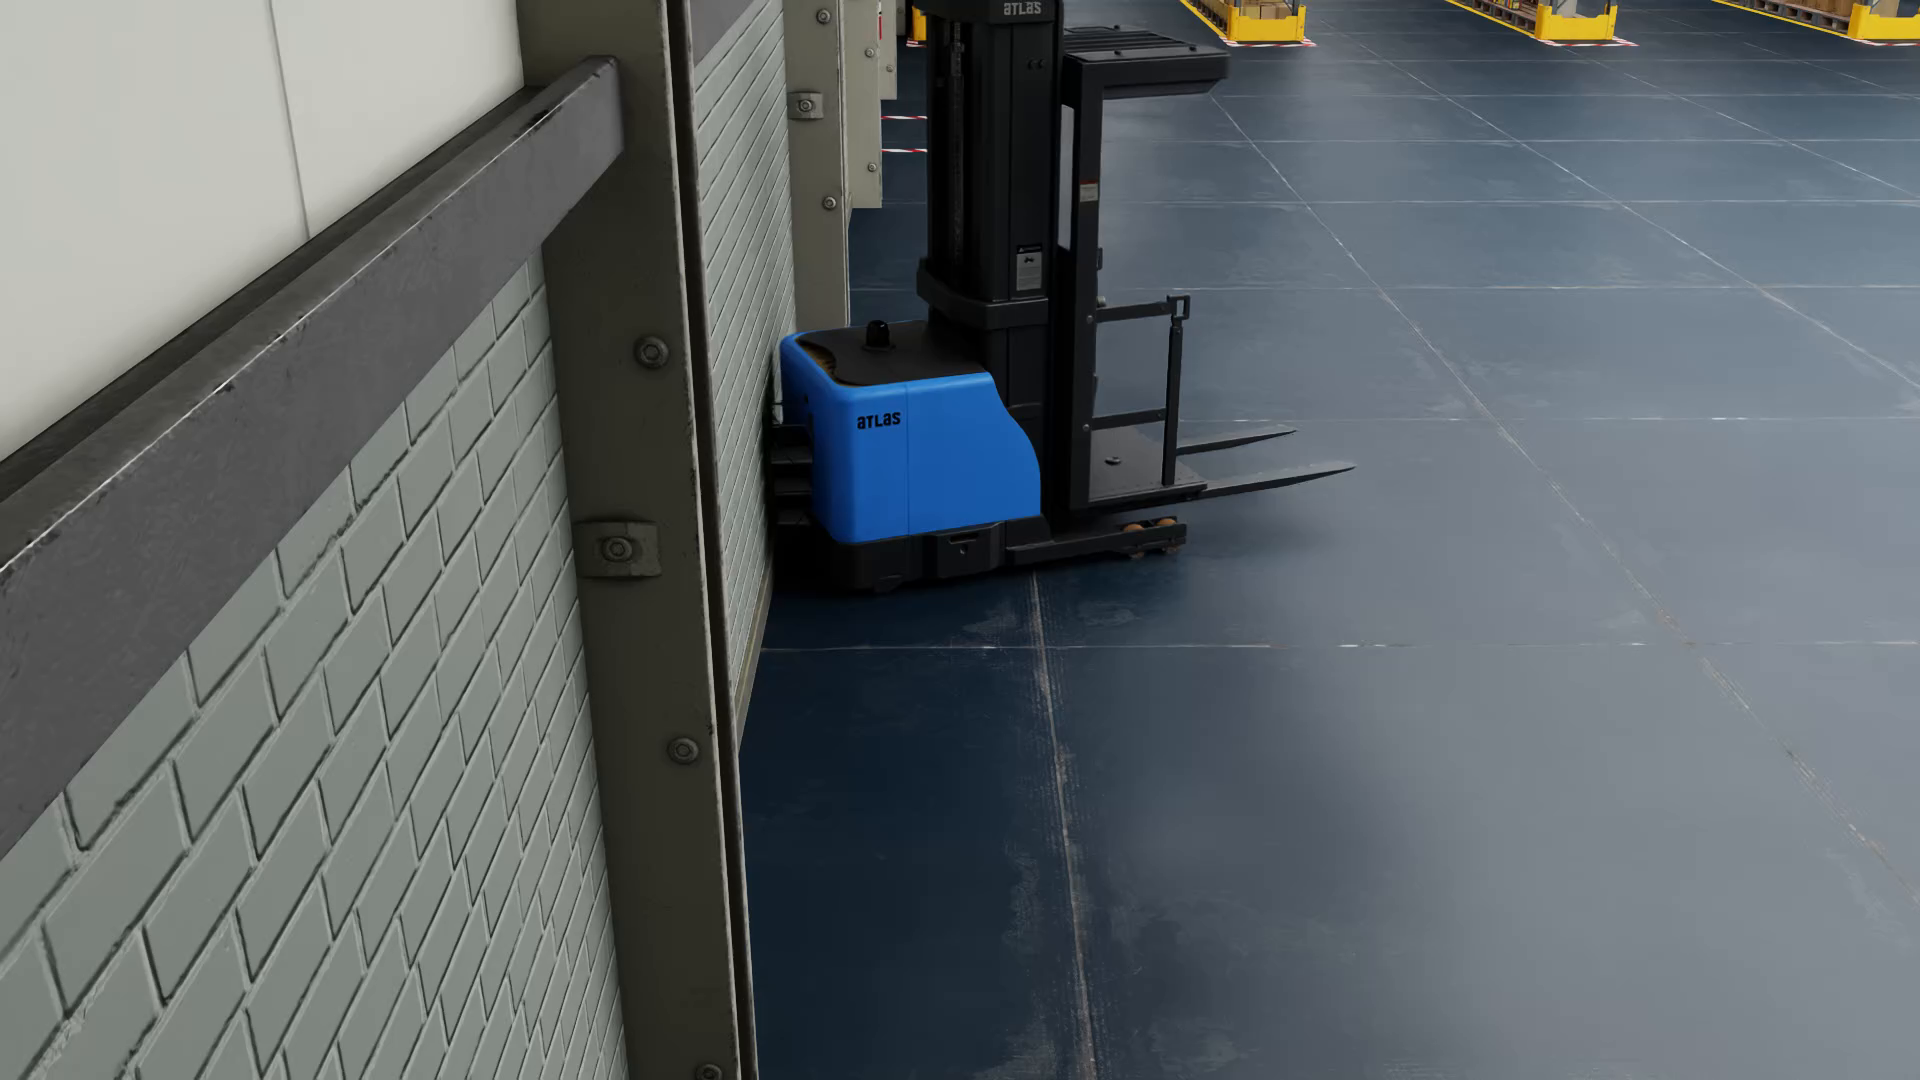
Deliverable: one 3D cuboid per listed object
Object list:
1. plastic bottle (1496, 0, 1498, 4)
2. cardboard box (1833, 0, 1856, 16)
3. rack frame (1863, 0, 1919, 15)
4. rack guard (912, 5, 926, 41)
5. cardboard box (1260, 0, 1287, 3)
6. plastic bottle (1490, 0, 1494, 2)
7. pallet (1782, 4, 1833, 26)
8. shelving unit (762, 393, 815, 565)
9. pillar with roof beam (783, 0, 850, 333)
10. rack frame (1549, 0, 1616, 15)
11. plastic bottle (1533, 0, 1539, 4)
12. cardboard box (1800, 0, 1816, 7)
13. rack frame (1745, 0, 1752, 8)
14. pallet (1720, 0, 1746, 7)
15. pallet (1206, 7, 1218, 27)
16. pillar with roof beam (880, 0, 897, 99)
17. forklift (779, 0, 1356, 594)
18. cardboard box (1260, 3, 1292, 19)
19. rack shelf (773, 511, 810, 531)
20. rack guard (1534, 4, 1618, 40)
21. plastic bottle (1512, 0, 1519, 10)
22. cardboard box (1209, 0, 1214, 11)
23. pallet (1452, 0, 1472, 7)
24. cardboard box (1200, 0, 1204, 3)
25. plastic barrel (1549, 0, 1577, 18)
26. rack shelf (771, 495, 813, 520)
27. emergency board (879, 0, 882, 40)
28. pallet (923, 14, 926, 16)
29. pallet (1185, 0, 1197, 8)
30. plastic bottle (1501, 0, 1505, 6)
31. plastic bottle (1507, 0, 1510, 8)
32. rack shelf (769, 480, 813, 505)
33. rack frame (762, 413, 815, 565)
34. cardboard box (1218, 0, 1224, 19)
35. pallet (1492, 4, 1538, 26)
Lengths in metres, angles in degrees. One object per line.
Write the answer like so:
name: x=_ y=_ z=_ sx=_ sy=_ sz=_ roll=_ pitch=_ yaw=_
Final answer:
plastic bottle: x=9.281 y=-9.326 z=28.591 sx=0.097 sy=0.201 sz=0.097 roll=0 pitch=24 yaw=0
cardboard box: x=14.671 y=-8.859 z=27.222 sx=0.500 sy=0.500 sz=0.500 roll=6 pitch=25 yaw=13
rack frame: x=14.702 y=-9.303 z=25.680 sx=1.000 sy=3.000 sz=0.127 roll=0 pitch=24 yaw=-1
rack guard: x=-0.158 y=-8.129 z=26.117 sx=1.175 sy=0.500 sz=0.348 roll=0 pitch=24 yaw=-1
cardboard box: x=5.005 y=-8.968 z=26.857 sx=0.500 sy=0.500 sz=0.500 roll=0 pitch=24 yaw=-1
plastic bottle: x=9.301 y=-9.511 z=28.819 sx=0.144 sy=0.351 sz=0.185 roll=-1 pitch=24 yaw=-3
pallet: x=14.717 y=-8.900 z=28.173 sx=1.003 sy=0.211 sz=1.213 roll=0 pitch=24 yaw=-1
shelving unit: x=-0.817 y=-0.293 z=8.300 sx=0.258 sy=0.900 sz=0.210 roll=-2 pitch=35 yaw=0
pillar with roof beam: x=3.471 y=-4.857 z=8.568 sx=9.100 sy=9.000 sz=0.400 roll=0 pitch=24 yaw=-1
rack frame: x=9.749 y=-9.281 z=25.631 sx=1.000 sy=3.000 sz=0.127 roll=0 pitch=24 yaw=-1
plastic bottle: x=9.898 y=-9.348 z=28.542 sx=0.061 sy=0.283 sz=0.133 roll=0 pitch=24 yaw=-1
cardboard box: x=14.722 y=-9.347 z=28.301 sx=0.500 sy=0.500 sz=0.500 roll=-2 pitch=24 yaw=-5
rack frame: x=14.658 y=-10.952 z=29.324 sx=1.000 sy=3.000 sz=0.127 roll=0 pitch=24 yaw=-1
pallet: x=14.648 y=-10.002 z=30.608 sx=1.003 sy=0.211 sz=1.213 roll=0 pitch=24 yaw=-1
pallet: x=4.735 y=-8.806 z=27.965 sx=1.003 sy=0.211 sz=1.213 roll=0 pitch=24 yaw=-1
pillar with roof beam: x=3.340 y=-9.801 z=19.501 sx=9.100 sy=9.000 sz=0.400 roll=0 pitch=24 yaw=-1
forklift: x=0.638 y=-1.441 z=8.379 sx=3.031 sy=2.935 sz=1.130 roll=-9 pitch=26 yaw=-19
cardboard box: x=5.013 y=-8.421 z=26.556 sx=0.500 sy=0.250 sz=0.500 roll=0 pitch=24 yaw=-1
rack shelf: x=-0.810 y=-0.118 z=8.422 sx=0.258 sy=0.077 sz=0.200 roll=-2 pitch=35 yaw=0
rack guard: x=9.701 y=-8.173 z=26.215 sx=1.175 sy=0.500 sz=0.348 roll=0 pitch=24 yaw=-1
plastic bottle: x=9.291 y=-8.961 z=27.786 sx=0.097 sy=0.201 sz=0.097 roll=0 pitch=24 yaw=0
cardboard box: x=4.466 y=-9.037 z=27.917 sx=0.500 sy=0.250 sz=0.500 roll=0 pitch=24 yaw=-1
pallet: x=9.658 y=-9.982 z=30.565 sx=1.003 sy=0.211 sz=1.213 roll=0 pitch=24 yaw=-1
cardboard box: x=4.455 y=-9.449 z=28.828 sx=0.500 sy=0.250 sz=0.500 roll=0 pitch=24 yaw=-1
plastic barrel: x=9.666 y=-8.610 z=26.656 sx=0.421 sy=0.512 sz=0.421 roll=0 pitch=24 yaw=0
rack shelf: x=-0.813 y=-0.192 z=8.370 sx=0.258 sy=0.077 sz=0.200 roll=-2 pitch=35 yaw=0
emergency board: x=-0.976 y=-6.030 z=18.443 sx=0.194 sy=1.169 sz=0.643 roll=0 pitch=24 yaw=-1
pallet: x=-0.132 y=-8.332 z=26.917 sx=1.003 sy=0.211 sz=1.213 roll=0 pitch=24 yaw=-1
pallet: x=4.705 y=-9.941 z=30.475 sx=1.003 sy=0.211 sz=1.213 roll=0 pitch=24 yaw=-1
plastic bottle: x=9.308 y=-9.259 z=28.262 sx=0.144 sy=0.351 sz=0.185 roll=1 pitch=24 yaw=2
plastic bottle: x=9.315 y=-9.099 z=28.000 sx=0.152 sy=0.276 sz=0.135 roll=0 pitch=24 yaw=0
rack shelf: x=-0.816 y=-0.266 z=8.319 sx=0.258 sy=0.077 sz=0.200 roll=-2 pitch=35 yaw=0
rack frame: x=-0.816 y=-0.235 z=8.216 sx=0.240 sy=0.900 sz=0.006 roll=-2 pitch=35 yaw=0
cardboard box: x=4.477 y=-8.624 z=27.006 sx=0.500 sy=0.250 sz=0.500 roll=0 pitch=24 yaw=-1
pallet: x=9.687 y=-8.878 z=28.123 sx=1.003 sy=0.211 sz=1.213 roll=0 pitch=24 yaw=-1
